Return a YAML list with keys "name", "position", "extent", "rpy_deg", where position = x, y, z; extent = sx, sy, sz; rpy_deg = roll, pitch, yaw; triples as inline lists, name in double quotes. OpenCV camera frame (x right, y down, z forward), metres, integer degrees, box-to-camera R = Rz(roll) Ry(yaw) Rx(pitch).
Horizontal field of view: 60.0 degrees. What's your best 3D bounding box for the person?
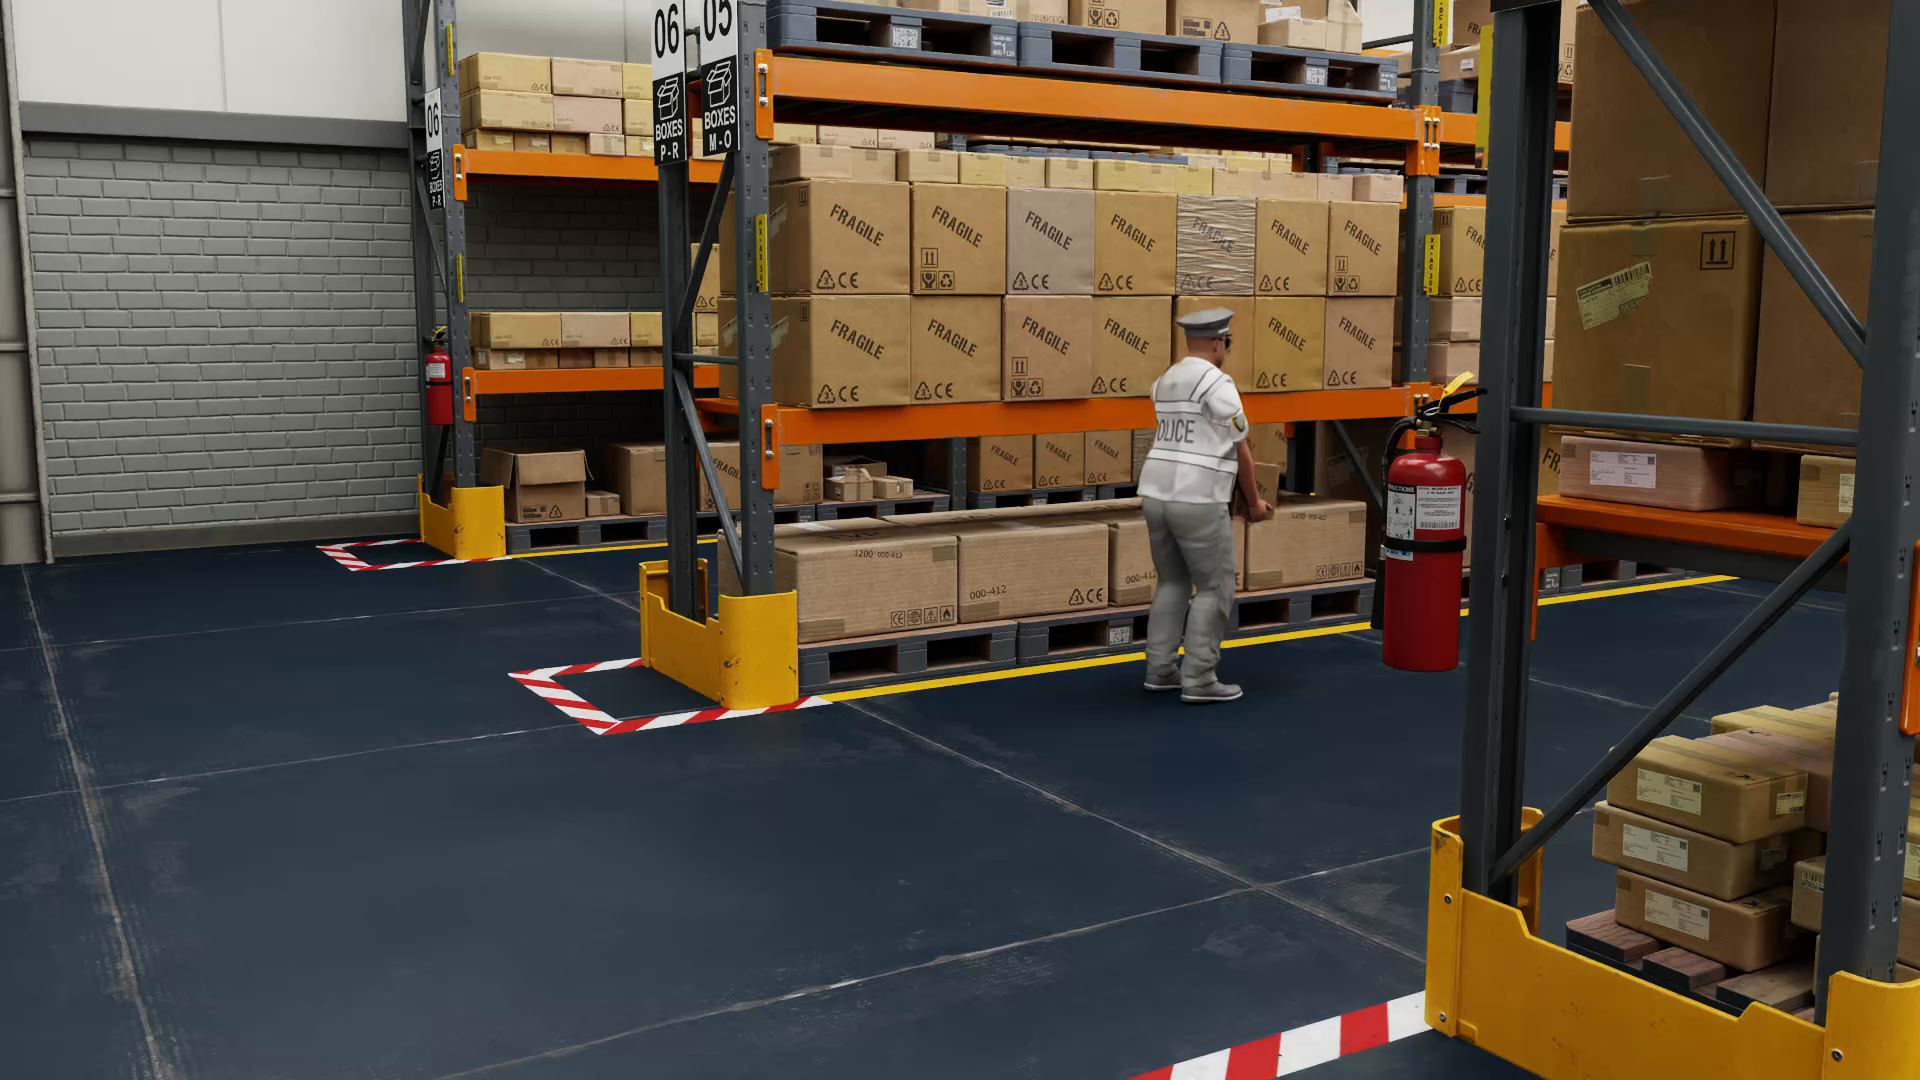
- name: "person"
  position: [1.089, -0.166, 7.492]
  extent: [0.589, 1.753, 0.486]
  rpy_deg: [-5, 10, -32]
